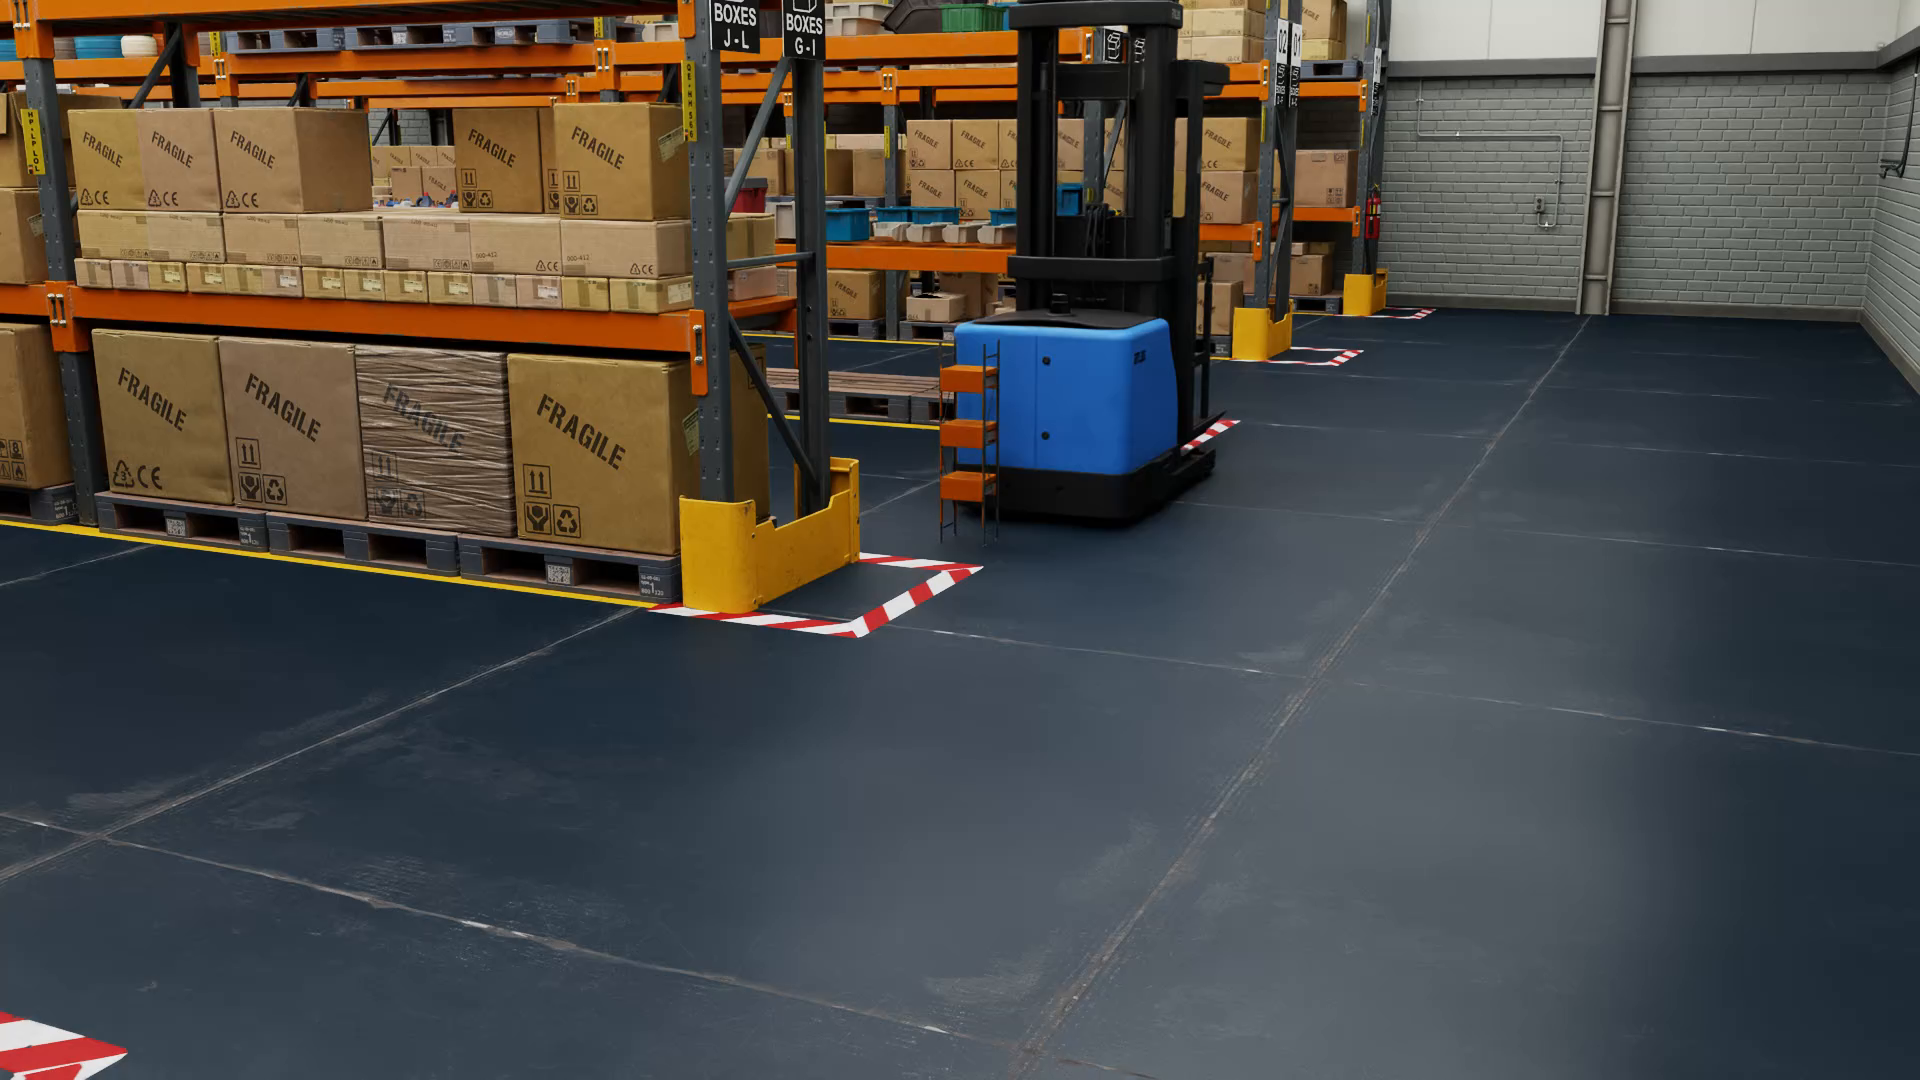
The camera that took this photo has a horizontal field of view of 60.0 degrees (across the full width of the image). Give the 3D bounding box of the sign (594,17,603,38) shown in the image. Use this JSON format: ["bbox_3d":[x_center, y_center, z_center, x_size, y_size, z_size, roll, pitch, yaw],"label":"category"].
[{"bbox_3d":[-2.773,-4.021,12.741,0.005,0.325,0.100,6,14,23],"label":"sign"}]

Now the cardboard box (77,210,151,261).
[{"bbox_3d":[-4.231,-1.611,8.730,0.500,0.250,0.500,5,14,22],"label":"cardboard box"}]

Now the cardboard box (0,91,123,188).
[{"bbox_3d":[-5.142,-2.231,9.284,0.637,0.503,0.797,5,14,22],"label":"cardboard box"}]

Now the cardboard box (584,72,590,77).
[{"bbox_3d":[-5.382,-7.127,24.858,0.500,0.500,0.500,8,15,31],"label":"cardboard box"}]

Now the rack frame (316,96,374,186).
[{"bbox_3d":[-7.853,-4.446,21.136,0.127,3.000,1.000,6,14,23],"label":"rack frame"}]

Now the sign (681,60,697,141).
[{"bbox_3d":[-1.130,-1.834,6.951,0.005,0.325,0.100,6,14,23],"label":"sign"}]

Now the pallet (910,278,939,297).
[{"bbox_3d":[-0.391,-3.551,23.428,1.213,0.211,1.003,6,14,23],"label":"pallet"}]

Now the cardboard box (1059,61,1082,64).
[{"bbox_3d":[1.176,-4.857,16.651,0.500,0.250,0.500,6,14,23],"label":"cardboard box"}]

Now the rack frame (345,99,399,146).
[{"bbox_3d":[-9.507,-5.851,27.124,0.127,3.000,1.000,6,14,23],"label":"rack frame"}]

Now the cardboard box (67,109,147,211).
[{"bbox_3d":[-4.220,-1.976,8.646,0.500,0.500,0.500,6,14,23],"label":"cardboard box"}]

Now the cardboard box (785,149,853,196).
[{"bbox_3d":[-1.535,-4.100,18.523,0.500,0.500,0.700,8,16,32],"label":"cardboard box"}]

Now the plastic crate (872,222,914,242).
[{"bbox_3d":[-0.512,-2.314,12.496,0.250,0.136,0.298,6,14,23],"label":"plastic crate"}]

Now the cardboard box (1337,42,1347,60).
[{"bbox_3d":[4.554,-6.130,20.936,0.500,0.250,0.500,7,15,26],"label":"cardboard box"}]

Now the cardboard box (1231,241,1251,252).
[{"bbox_3d":[3.711,-3.841,21.692,0.250,0.149,0.380,6,14,24],"label":"cardboard box"}]

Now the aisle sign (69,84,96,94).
[{"bbox_3d":[-11.694,-6.024,22.170,0.004,0.787,0.394,6,14,23],"label":"aisle sign"}]

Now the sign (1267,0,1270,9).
[{"bbox_3d":[2.876,-5.113,15.474,0.005,0.325,0.100,6,14,23],"label":"sign"}]

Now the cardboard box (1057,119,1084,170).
[{"bbox_3d":[1.193,-3.996,16.811,0.500,0.500,0.500,6,15,25],"label":"cardboard box"}]

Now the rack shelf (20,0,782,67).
[{"bbox_3d":[-2.726,-2.562,8.116,4.000,0.370,1.077,6,14,23],"label":"rack shelf"}]

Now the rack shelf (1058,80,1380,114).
[{"bbox_3d":[3.293,-5.666,21.343,4.000,0.370,1.077,6,14,23],"label":"rack shelf"}]

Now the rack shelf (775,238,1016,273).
[{"bbox_3d":[-0.720,-2.136,12.867,4.000,0.370,1.077,6,14,23],"label":"rack shelf"}]

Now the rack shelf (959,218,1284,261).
[{"bbox_3d":[1.290,-3.170,17.275,4.000,0.370,1.077,6,14,23],"label":"rack shelf"}]

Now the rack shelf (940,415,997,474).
[{"bbox_3d":[0.049,-0.496,8.616,0.240,0.259,0.215,6,14,23],"label":"rack shelf"}]

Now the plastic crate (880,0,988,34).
[{"bbox_3d":[-0.177,-3.930,12.508,0.767,0.338,0.504,6,14,23],"label":"plastic crate"}]

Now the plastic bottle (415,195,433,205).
[{"bbox_3d":[-4.590,-2.810,14.274,0.185,0.351,0.144,6,14,23],"label":"plastic bottle"}]

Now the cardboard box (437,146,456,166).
[{"bbox_3d":[-7.798,-5.904,25.992,0.500,0.500,0.500,6,15,25],"label":"cardboard box"}]

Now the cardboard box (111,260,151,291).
[{"bbox_3d":[-4.179,-1.394,8.678,0.250,0.149,0.380,5,14,21],"label":"cardboard box"}]

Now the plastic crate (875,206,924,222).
[{"bbox_3d":[-0.462,-2.490,13.037,0.300,0.233,0.416,6,14,23],"label":"plastic crate"}]

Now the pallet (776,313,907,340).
[{"bbox_3d":[-1.298,-2.416,18.587,1.213,0.211,1.003,6,14,23],"label":"pallet"}]

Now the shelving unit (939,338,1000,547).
[{"bbox_3d":[0.049,-0.506,8.614,0.252,1.050,0.215,6,14,23],"label":"shelving unit"}]

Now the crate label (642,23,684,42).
[{"bbox_3d":[-2.218,-3.898,12.811,0.466,0.136,0.293,6,14,23],"label":"crate label"}]

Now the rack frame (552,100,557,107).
[{"bbox_3d":[-5.850,-5.481,25.547,0.127,3.000,1.000,6,14,23],"label":"rack frame"}]

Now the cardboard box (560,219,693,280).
[{"bbox_3d":[-1.448,-1.328,7.526,0.500,0.250,0.500,6,14,22],"label":"cardboard box"}]

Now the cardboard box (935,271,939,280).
[{"bbox_3d":[0.004,-4.013,23.078,0.750,0.750,0.750,6,15,25],"label":"cardboard box"}]

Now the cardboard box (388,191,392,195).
[{"bbox_3d":[-6.975,-4.338,20.968,0.258,0.266,0.396,5,14,22],"label":"cardboard box"}]

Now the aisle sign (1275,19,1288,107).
[{"bbox_3d":[3.057,-4.531,15.808,0.004,0.787,0.394,6,14,23],"label":"aisle sign"}]

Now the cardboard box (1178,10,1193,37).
[{"bbox_3d":[2.088,-5.007,16.194,0.500,0.250,0.500,6,14,23],"label":"cardboard box"}]

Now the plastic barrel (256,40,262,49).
[{"bbox_3d":[-6.365,-4.649,15.191,0.421,0.512,0.421,0,13,0],"label":"plastic barrel"}]

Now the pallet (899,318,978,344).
[{"bbox_3d":[0.089,-2.284,18.028,1.213,0.211,1.003,6,14,23],"label":"pallet"}]

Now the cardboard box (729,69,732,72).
[{"bbox_3d":[-2.842,-5.456,18.657,0.500,0.500,0.910,6,14,23],"label":"cardboard box"}]

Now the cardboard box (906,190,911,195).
[{"bbox_3d":[-0.579,-4.780,23.065,0.250,0.149,0.380,6,14,24],"label":"cardboard box"}]

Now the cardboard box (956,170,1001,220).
[{"bbox_3d":[0.286,-3.604,17.328,0.500,0.500,0.500,6,15,24],"label":"cardboard box"}]

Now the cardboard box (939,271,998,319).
[{"bbox_3d":[0.097,-2.710,18.245,0.500,0.500,0.500,6,14,23],"label":"cardboard box"}]

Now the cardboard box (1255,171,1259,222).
[{"bbox_3d":[2.820,-3.480,16.802,0.500,0.500,0.500,6,15,24],"label":"cardboard box"}]

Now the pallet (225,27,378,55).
[{"bbox_3d":[-5.546,-4.319,14.441,1.213,0.211,1.003,6,14,23],"label":"pallet"}]

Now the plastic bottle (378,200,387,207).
[{"bbox_3d":[-4.903,-2.761,14.210,0.133,0.283,0.061,6,14,23],"label":"plastic bottle"}]

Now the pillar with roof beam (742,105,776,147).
[{"bbox_3d":[-4.775,-7.433,20.735,0.400,9.000,9.100,6,14,23],"label":"pillar with roof beam"}]

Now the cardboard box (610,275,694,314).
[{"bbox_3d":[-1.356,-1.109,7.464,0.250,0.149,0.380,6,15,24],"label":"cardboard box"}]

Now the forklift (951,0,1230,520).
[{"bbox_3d":[0.975,-1.828,10.129,1.130,2.935,3.031,5,14,22],"label":"forklift"}]

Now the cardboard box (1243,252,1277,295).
[{"bbox_3d":[3.984,-3.448,21.437,0.500,0.500,0.700,6,14,23],"label":"cardboard box"}]

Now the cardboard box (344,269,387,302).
[{"bbox_3d":[-2.754,-1.250,8.067,0.250,0.149,0.380,6,15,24],"label":"cardboard box"}]

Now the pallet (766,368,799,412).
[{"bbox_3d":[-1.860,-1.254,13.637,1.213,0.211,1.003,6,14,23],"label":"pallet"}]
